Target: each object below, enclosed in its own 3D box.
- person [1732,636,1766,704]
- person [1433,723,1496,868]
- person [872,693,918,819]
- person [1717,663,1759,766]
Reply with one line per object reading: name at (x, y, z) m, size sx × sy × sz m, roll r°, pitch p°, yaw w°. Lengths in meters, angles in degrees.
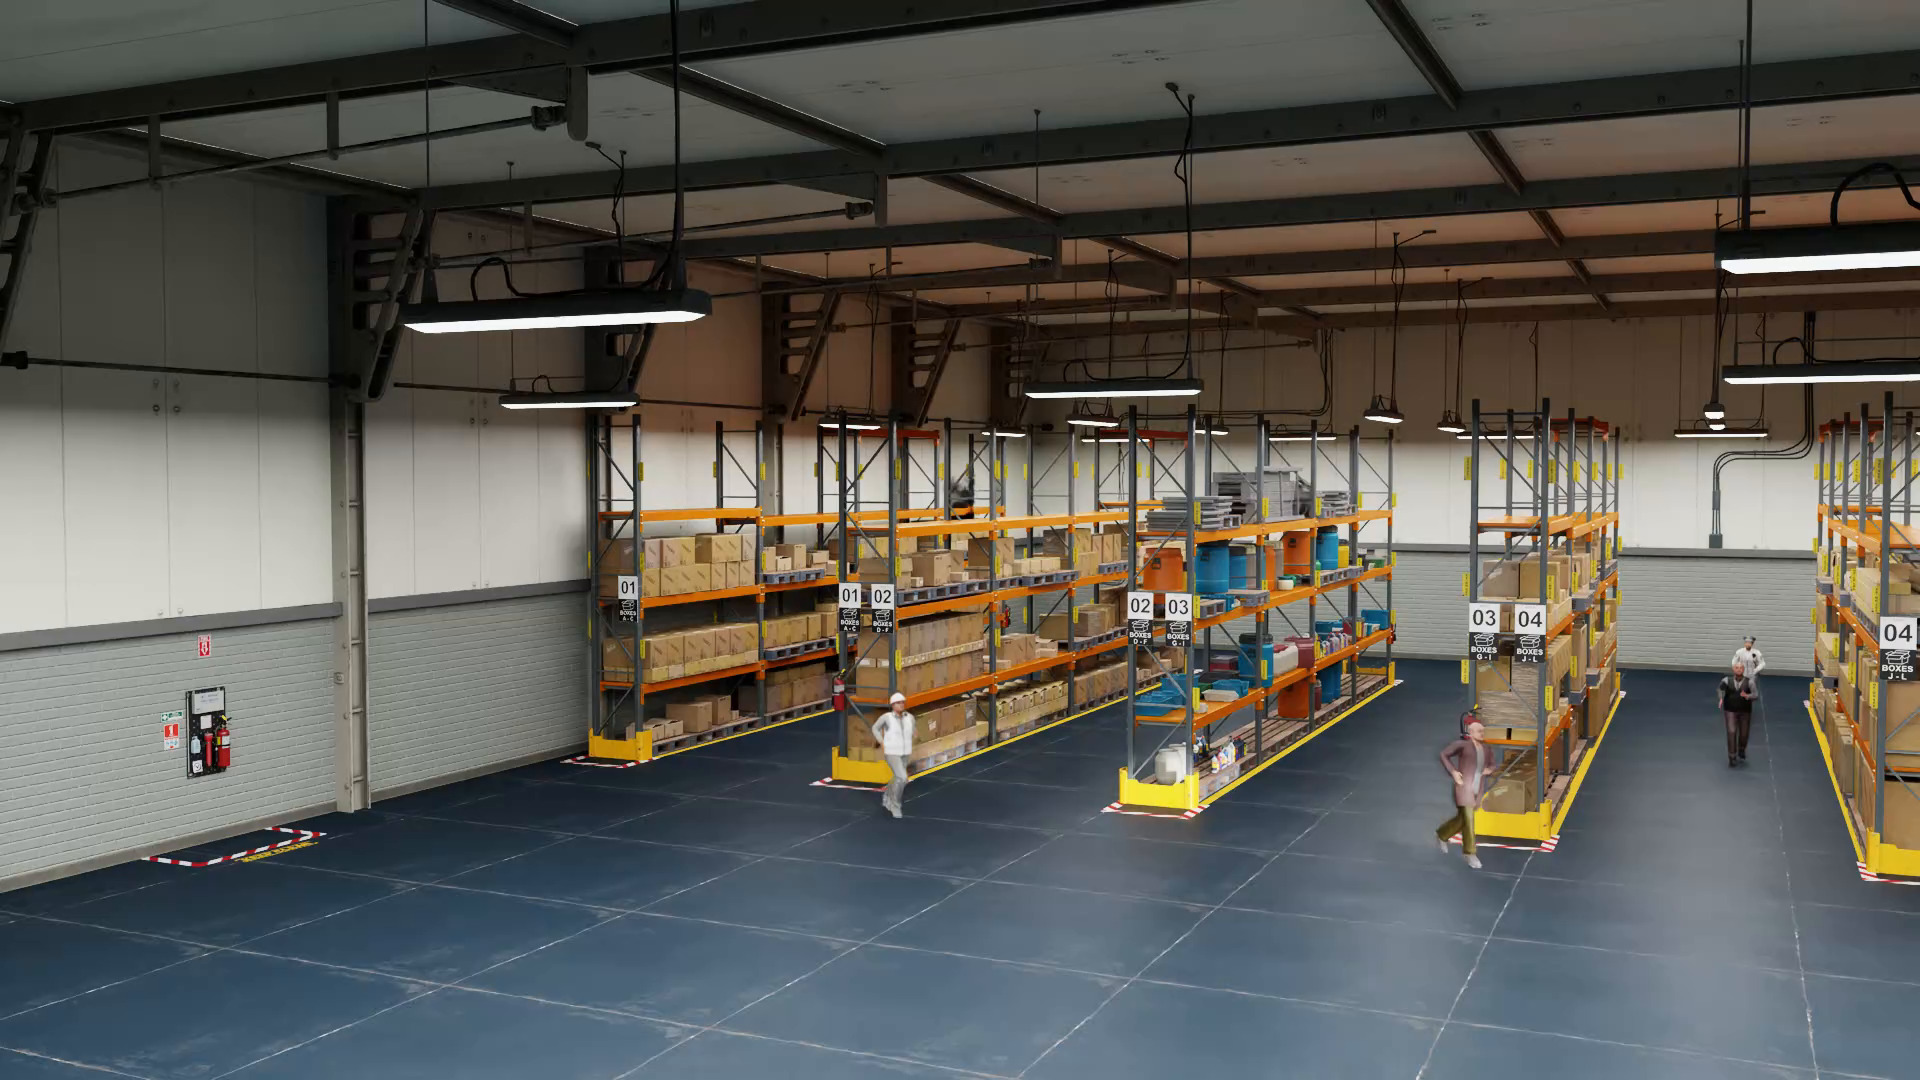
person at (16.098, 2.777, 33.954) m, size 0.626 × 1.664 × 0.534 m, roll 1°, pitch 3°, yaw 29°
person at (6.590, 3.247, 21.501) m, size 0.724 × 1.791 × 0.986 m, roll -1°, pitch 3°, yaw -24°
person at (-0.899, 3.138, 24.207) m, size 0.601 × 1.837 × 0.761 m, roll -2°, pitch 3°, yaw -37°
person at (13.284, 2.986, 28.403) m, size 0.655 × 1.633 × 0.966 m, roll 1°, pitch 3°, yaw 23°
